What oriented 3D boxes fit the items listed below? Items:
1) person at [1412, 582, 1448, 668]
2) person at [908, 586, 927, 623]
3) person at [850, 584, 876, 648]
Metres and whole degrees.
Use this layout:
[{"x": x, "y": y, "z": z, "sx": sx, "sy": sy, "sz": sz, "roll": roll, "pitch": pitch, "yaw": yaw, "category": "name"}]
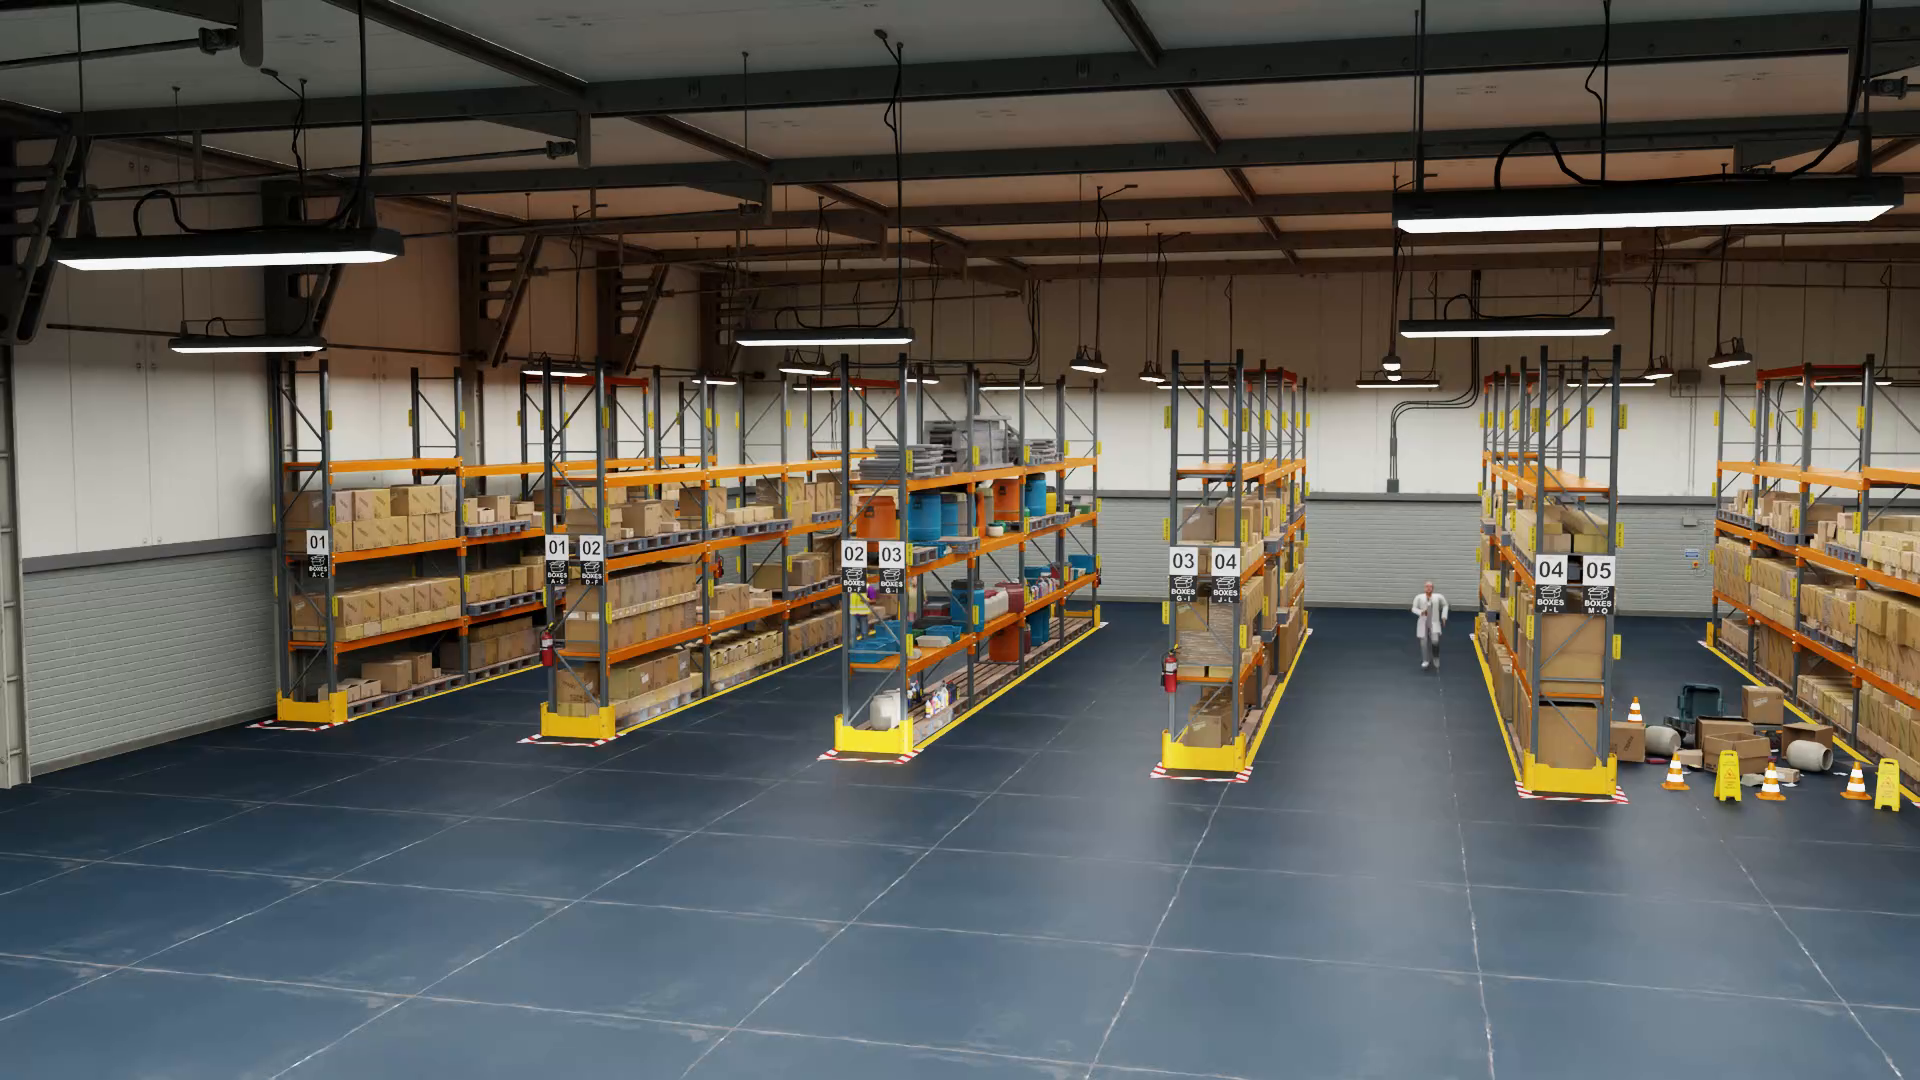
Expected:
[{"x": 9.448, "y": 1.713, "z": 33.448, "sx": 0.706, "sy": 1.746, "sz": 0.714, "roll": 1, "pitch": 4, "yaw": 17, "category": "person"}, {"x": -0.987, "y": 1.702, "z": 36.313, "sx": 0.533, "sy": 1.382, "sz": 0.521, "roll": 0, "pitch": 4, "yaw": 2, "category": "person"}, {"x": -1.969, "y": 1.473, "z": 32.365, "sx": 0.693, "sy": 1.788, "sz": 0.880, "roll": 0, "pitch": 4, "yaw": 7, "category": "person"}]
